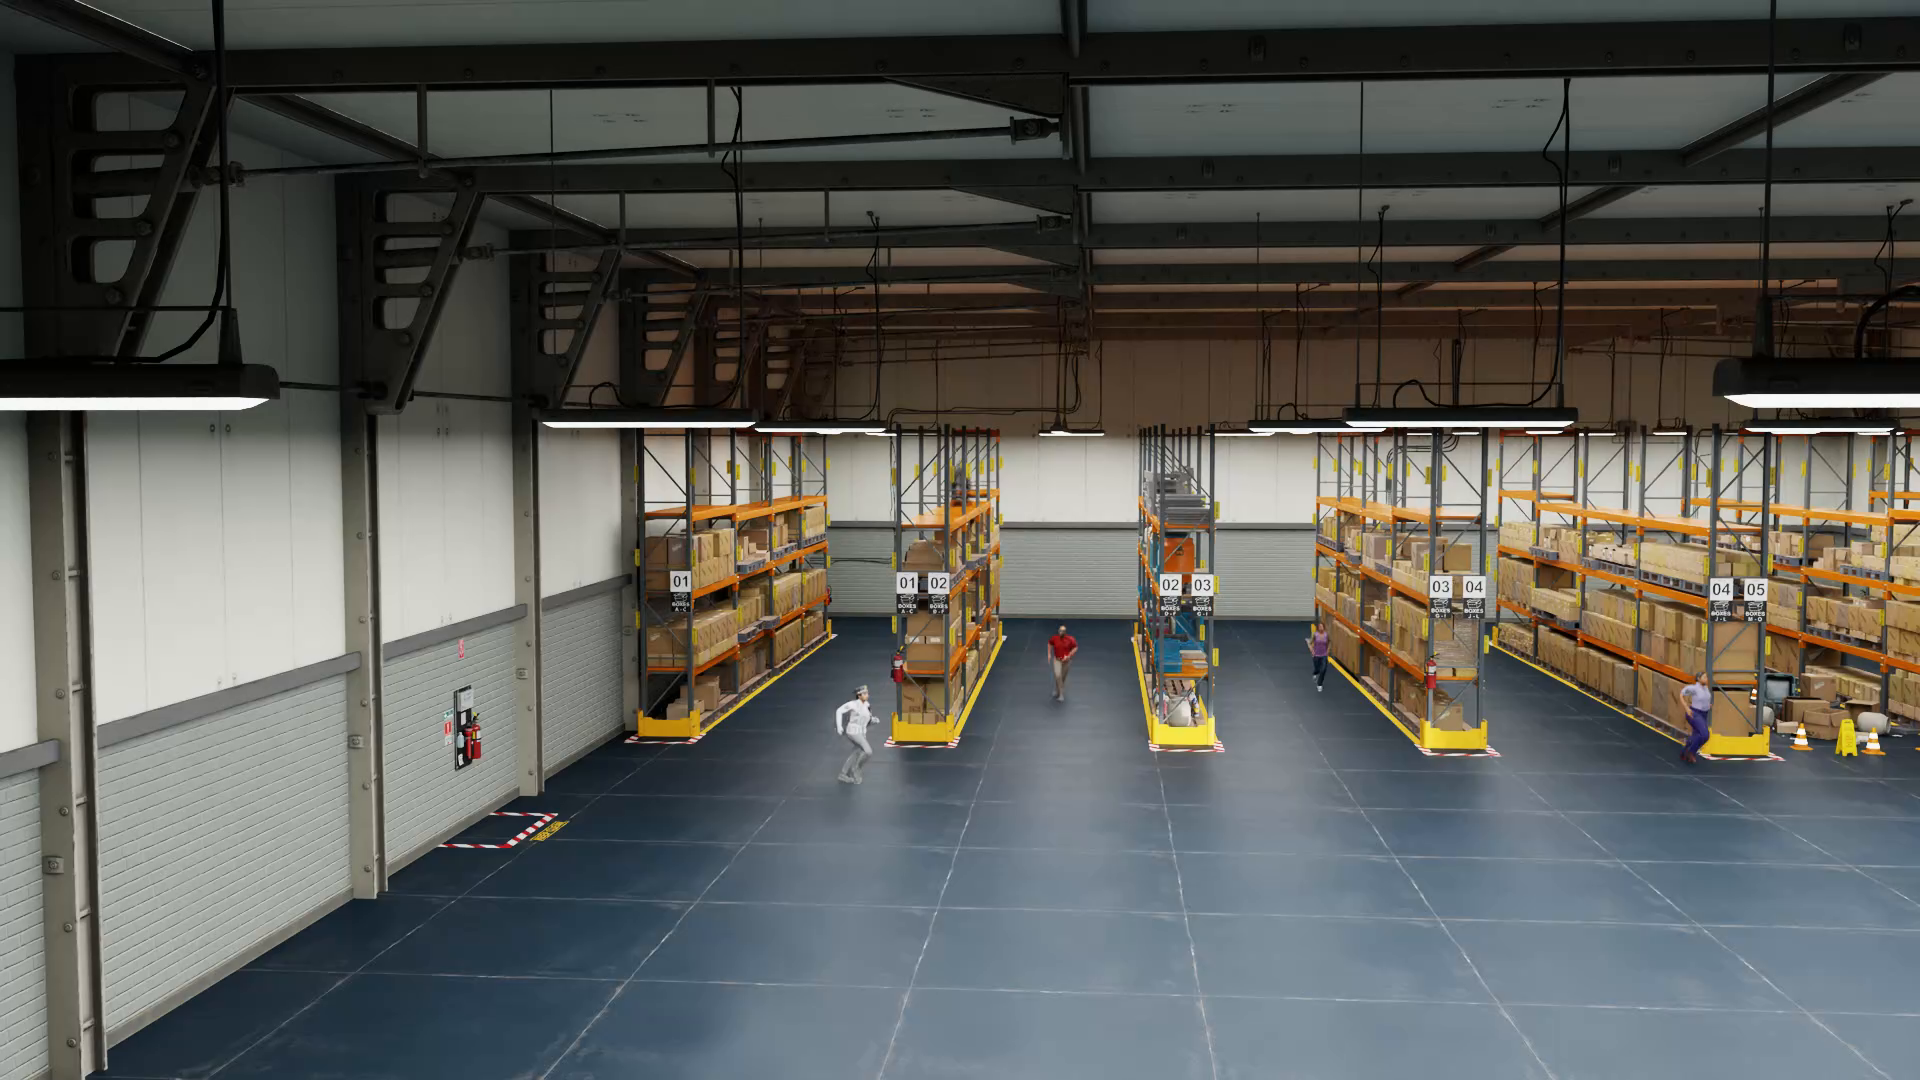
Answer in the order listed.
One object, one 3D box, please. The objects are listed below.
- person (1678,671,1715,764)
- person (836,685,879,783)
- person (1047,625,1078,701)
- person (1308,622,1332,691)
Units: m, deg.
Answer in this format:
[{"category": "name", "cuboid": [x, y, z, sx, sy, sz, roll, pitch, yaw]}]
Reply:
[{"category": "person", "cuboid": [13.024, 3.133, 29.354, 0.590, 1.648, 0.612, -3, 4, -38]}, {"category": "person", "cuboid": [-1.681, 3.202, 27.423, 0.750, 1.643, 0.643, 2, 4, 32]}, {"category": "person", "cuboid": [2.254, 2.693, 36.679, 0.665, 1.703, 0.833, 0, 3, 3]}, {"category": "person", "cuboid": [8.227, 2.652, 38.000, 0.547, 1.570, 0.548, 0, 3, 2]}]
